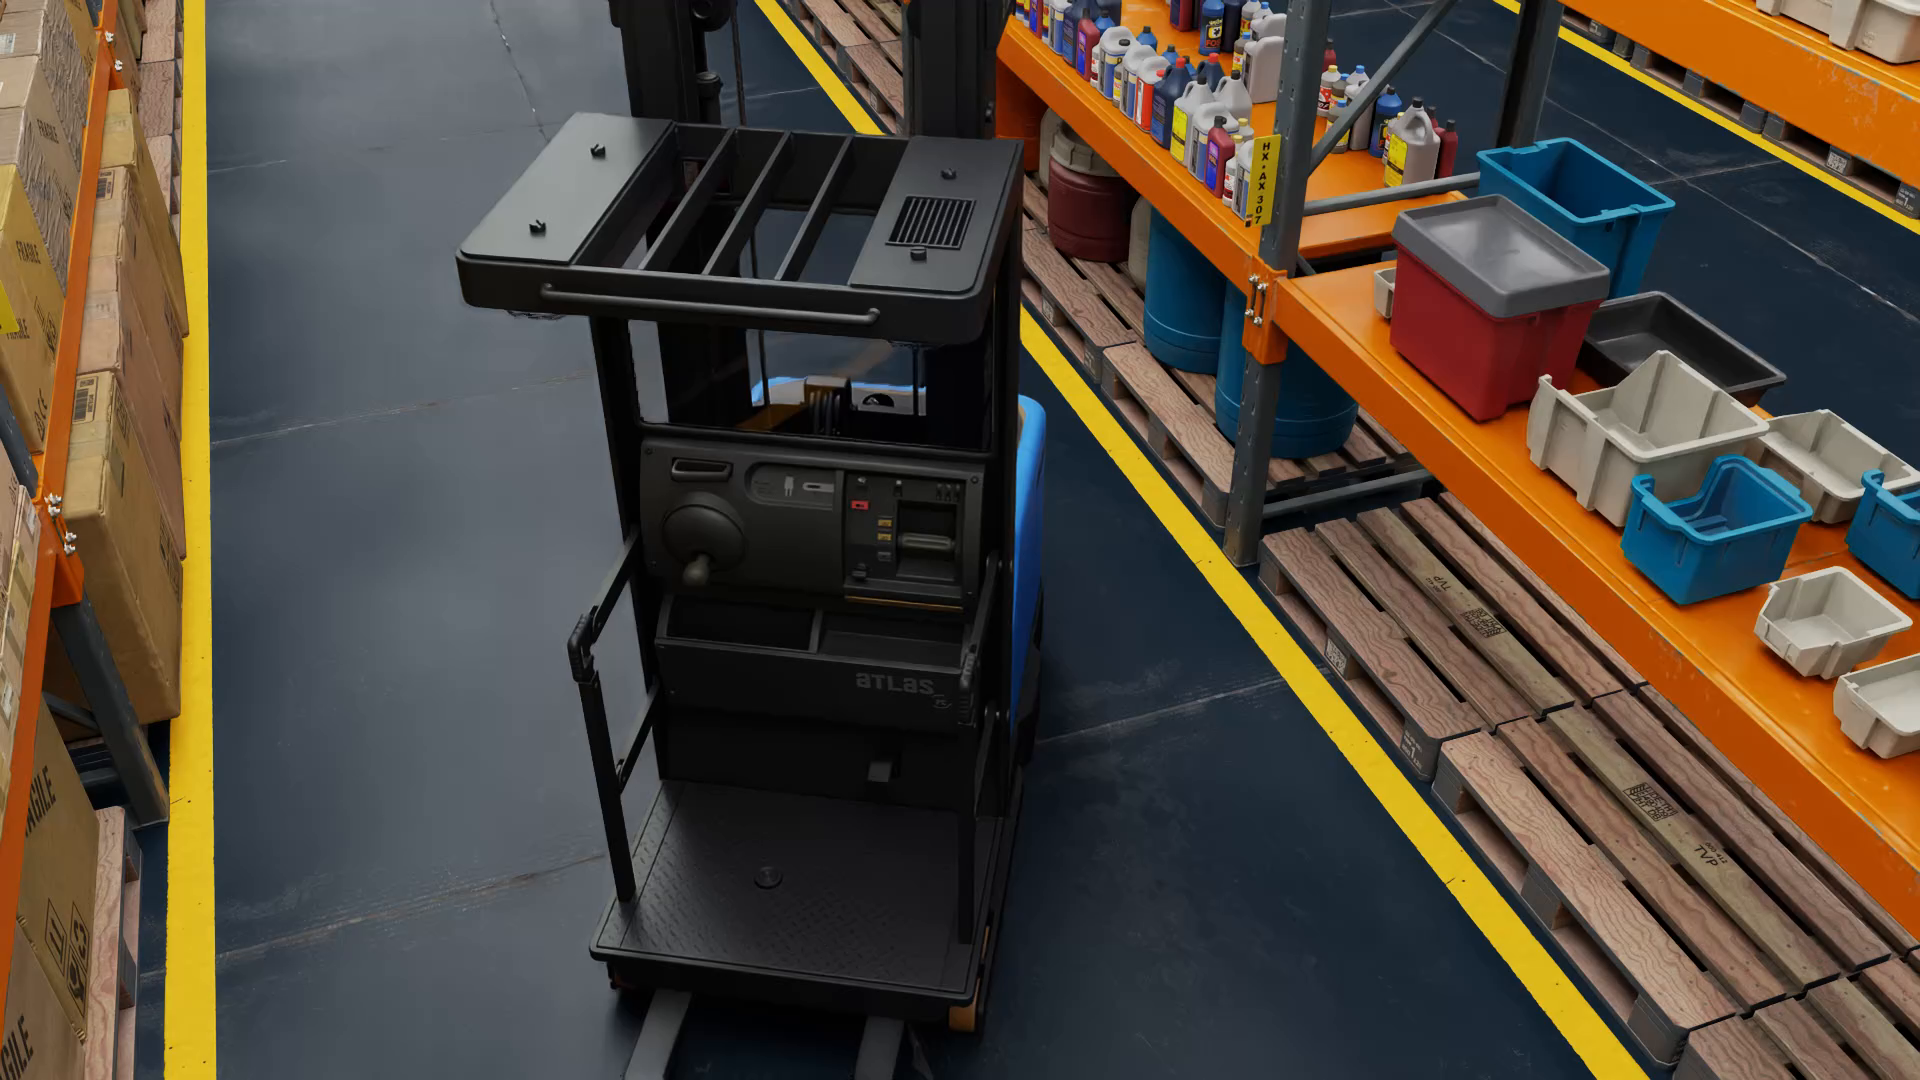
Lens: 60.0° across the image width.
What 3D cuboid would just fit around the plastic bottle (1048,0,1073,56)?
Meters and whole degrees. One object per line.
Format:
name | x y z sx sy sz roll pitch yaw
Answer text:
plastic bottle | 0.489 -2.333 7.457 0.152 0.276 0.135 -12 39 -16

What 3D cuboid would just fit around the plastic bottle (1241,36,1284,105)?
plastic bottle | 1.280 -2.000 7.015 0.152 0.276 0.135 -12 39 -16

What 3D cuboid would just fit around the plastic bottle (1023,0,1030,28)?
plastic bottle | 0.344 -2.521 7.711 0.097 0.271 0.097 0 37 0

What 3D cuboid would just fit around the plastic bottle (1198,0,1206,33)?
plastic bottle | 1.152 -2.452 7.609 0.061 0.283 0.133 -12 39 -16

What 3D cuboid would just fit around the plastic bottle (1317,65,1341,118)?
plastic bottle | 1.534 -1.866 6.899 0.097 0.201 0.097 0 37 0

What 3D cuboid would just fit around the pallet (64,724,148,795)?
pallet | -3.444 0.502 5.908 1.003 0.211 1.213 -12 39 -16

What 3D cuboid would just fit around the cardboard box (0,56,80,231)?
cardboard box | -3.559 -1.401 6.033 0.500 0.500 0.500 -12 39 -15

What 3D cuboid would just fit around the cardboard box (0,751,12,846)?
cardboard box | -2.340 0.594 3.677 0.380 0.149 0.250 -12 39 -15

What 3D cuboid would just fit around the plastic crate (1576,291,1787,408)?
plastic crate | 2.180 -0.555 5.172 0.437 0.125 0.590 -12 39 -16

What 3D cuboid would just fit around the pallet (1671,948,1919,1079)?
pallet | 2.672 1.682 4.341 1.003 0.211 1.213 -12 39 -16

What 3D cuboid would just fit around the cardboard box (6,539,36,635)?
cardboard box | -2.606 0.159 4.255 0.380 0.149 0.250 -12 39 -15

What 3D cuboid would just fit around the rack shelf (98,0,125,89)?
rack shelf | -5.172 -3.294 9.228 1.077 0.370 4.000 -12 39 -16

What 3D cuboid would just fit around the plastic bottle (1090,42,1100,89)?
plastic bottle | 0.613 -2.052 7.146 0.097 0.201 0.097 0 37 0

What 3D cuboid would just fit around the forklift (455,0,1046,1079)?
forklift | -0.432 0.028 4.277 1.130 2.935 3.031 5 37 7

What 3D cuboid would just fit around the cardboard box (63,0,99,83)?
cardboard box | -4.081 -2.264 7.179 0.500 0.500 0.500 -11 38 -15

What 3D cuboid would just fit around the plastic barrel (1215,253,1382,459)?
plastic barrel | 1.372 -0.858 6.791 0.600 0.901 0.708 -12 39 -16

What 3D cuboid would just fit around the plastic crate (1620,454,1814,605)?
plastic crate | 1.972 -0.022 4.375 0.416 0.233 0.300 -12 39 -16

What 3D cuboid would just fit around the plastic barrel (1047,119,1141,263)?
plastic barrel | 0.740 -1.771 8.263 0.600 0.588 0.708 -12 39 -16

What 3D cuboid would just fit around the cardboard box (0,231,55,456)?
cardboard box | -3.031 -0.543 4.895 0.500 0.500 0.500 -12 39 -16

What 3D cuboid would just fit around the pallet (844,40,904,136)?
pallet | -0.064 -2.809 10.303 1.003 0.211 1.213 -12 39 -16

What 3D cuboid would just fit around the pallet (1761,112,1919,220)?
pallet | 5.456 -2.269 9.587 1.003 0.211 1.213 -12 39 -16

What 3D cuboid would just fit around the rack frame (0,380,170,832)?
rack frame | -3.107 -0.192 4.511 1.000 3.000 0.127 -12 39 -16

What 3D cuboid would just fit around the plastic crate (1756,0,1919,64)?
plastic crate | 1.976 -1.166 3.531 0.437 0.136 0.530 -12 39 -16

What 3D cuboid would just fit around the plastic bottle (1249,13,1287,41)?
plastic bottle | 1.343 -2.162 7.230 0.152 0.276 0.135 -12 39 -16

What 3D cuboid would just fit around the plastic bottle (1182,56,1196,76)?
plastic bottle | 0.915 -1.849 6.819 0.097 0.271 0.097 0 37 0

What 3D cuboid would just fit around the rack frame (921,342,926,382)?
rack frame | -0.032 -0.412 6.549 0.240 0.900 0.006 -12 39 -16

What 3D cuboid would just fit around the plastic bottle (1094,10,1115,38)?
plastic bottle | 0.624 -2.168 7.242 0.097 0.271 0.097 0 37 0

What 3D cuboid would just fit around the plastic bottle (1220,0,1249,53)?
plastic bottle | 1.225 -2.393 7.475 0.144 0.351 0.185 -12 39 -16

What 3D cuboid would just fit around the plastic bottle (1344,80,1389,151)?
plastic bottle | 1.616 -1.715 6.636 0.152 0.276 0.135 -12 39 -16

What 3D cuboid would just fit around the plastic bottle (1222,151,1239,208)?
plastic bottle | 1.038 -1.353 6.219 0.097 0.201 0.097 0 37 0

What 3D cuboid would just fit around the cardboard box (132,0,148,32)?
cardboard box | -5.669 -3.537 10.665 0.700 0.500 0.500 -15 40 -19

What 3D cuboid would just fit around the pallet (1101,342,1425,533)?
pallet | 1.317 -0.548 7.302 1.003 0.211 1.213 -12 39 -16

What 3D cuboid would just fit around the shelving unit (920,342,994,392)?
shelving unit | 0.003 -0.355 6.473 0.258 0.900 0.210 -12 39 -16

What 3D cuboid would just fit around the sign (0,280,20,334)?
sign | -2.587 -0.685 4.381 0.100 0.325 0.005 -12 39 -16

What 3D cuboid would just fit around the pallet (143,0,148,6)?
pallet | -6.125 -3.969 11.844 1.003 0.211 1.213 -12 39 -16

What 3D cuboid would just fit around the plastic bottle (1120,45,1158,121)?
plastic bottle | 0.758 -1.891 6.870 0.152 0.276 0.135 -12 39 -16

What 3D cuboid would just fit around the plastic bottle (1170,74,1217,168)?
plastic bottle | 0.920 -1.649 6.487 0.144 0.351 0.185 -12 39 -16

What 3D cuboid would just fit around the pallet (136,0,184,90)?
pallet | -5.591 -3.158 10.767 1.003 0.211 1.213 -12 39 -16

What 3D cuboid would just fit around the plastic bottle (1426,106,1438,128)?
plastic bottle | 1.772 -1.541 6.400 0.061 0.283 0.133 -12 39 -16

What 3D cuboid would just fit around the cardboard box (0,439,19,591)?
cardboard box | -2.709 -0.056 4.208 0.500 0.250 0.500 -13 39 -17

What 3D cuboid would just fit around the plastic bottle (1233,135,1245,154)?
plastic bottle | 1.050 -1.441 6.336 0.097 0.201 0.097 0 37 0

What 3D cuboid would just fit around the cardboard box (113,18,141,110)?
cardboard box | -5.138 -2.633 9.464 0.700 0.500 0.500 -9 38 -12

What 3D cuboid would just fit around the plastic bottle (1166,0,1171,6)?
plastic bottle | 1.043 -2.673 7.971 0.097 0.201 0.097 0 37 0

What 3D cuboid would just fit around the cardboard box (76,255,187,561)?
cardboard box | -3.655 -0.373 6.169 1.225 0.875 0.875 -14 39 -18

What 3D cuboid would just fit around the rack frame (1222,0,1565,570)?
rack frame | 1.543 -1.217 5.873 1.000 3.000 0.127 -12 39 -16
